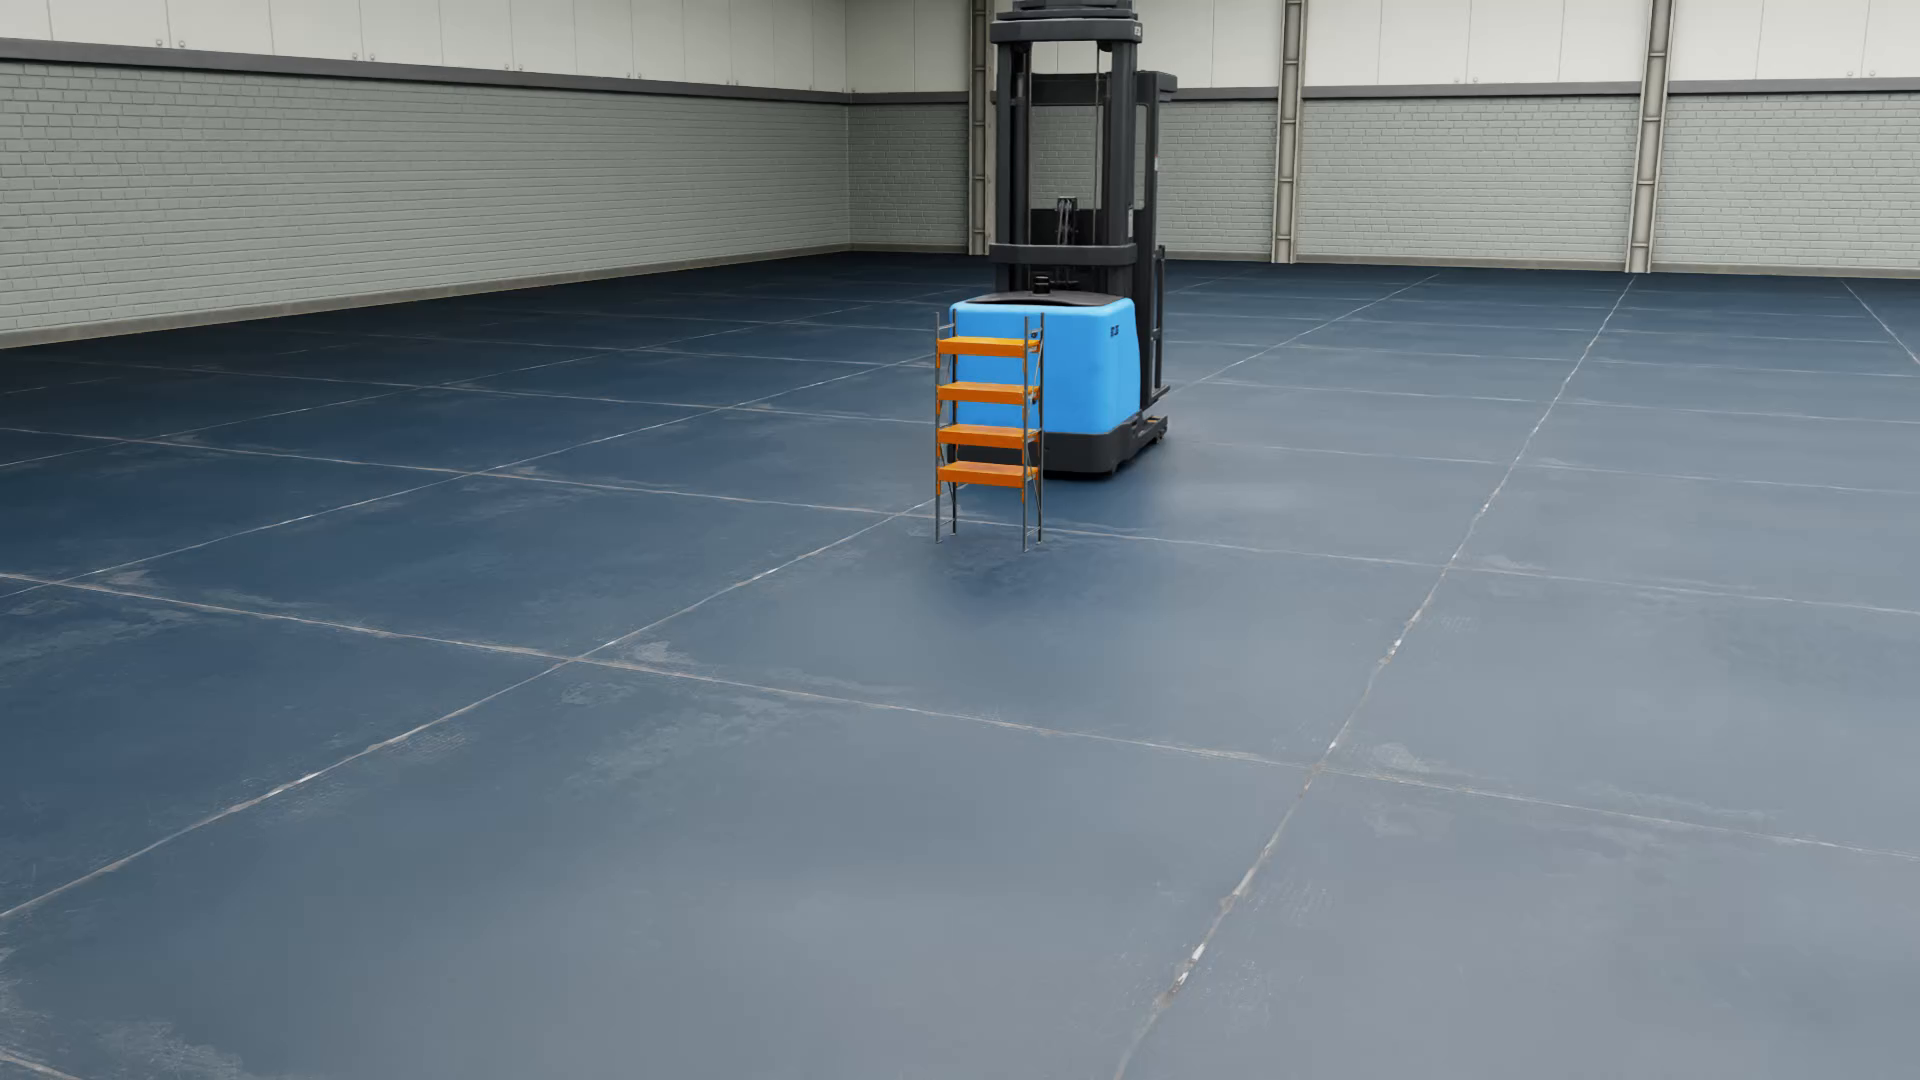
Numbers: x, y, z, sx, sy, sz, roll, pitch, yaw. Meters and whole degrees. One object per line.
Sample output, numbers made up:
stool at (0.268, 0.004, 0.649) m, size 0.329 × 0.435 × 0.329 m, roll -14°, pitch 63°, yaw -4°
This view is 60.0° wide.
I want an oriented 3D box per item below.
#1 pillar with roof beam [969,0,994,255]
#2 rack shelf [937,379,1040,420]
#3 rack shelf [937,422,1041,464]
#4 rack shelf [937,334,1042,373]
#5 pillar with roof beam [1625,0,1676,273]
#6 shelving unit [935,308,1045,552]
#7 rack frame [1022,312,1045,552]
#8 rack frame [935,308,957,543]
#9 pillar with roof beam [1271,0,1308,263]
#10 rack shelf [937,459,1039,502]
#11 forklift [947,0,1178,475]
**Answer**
pillar with roof beam at (-1.330, -9.092, 27.804) m, size 0.400 × 9.000 × 9.100 m, roll 6°, pitch 14°, yaw 23°
rack shelf at (0.151, -0.721, 8.517) m, size 0.480 × 0.148 × 0.258 m, roll 6°, pitch 14°, yaw 23°
rack shelf at (0.151, -0.503, 8.568) m, size 0.480 × 0.148 × 0.258 m, roll 6°, pitch 14°, yaw 23°
rack shelf at (0.151, -0.951, 8.463) m, size 0.480 × 0.148 × 0.258 m, roll 6°, pitch 14°, yaw 23°
pillar with roof beam at (9.642, -7.982, 23.072) m, size 0.400 × 9.000 × 9.100 m, roll 6°, pitch 14°, yaw 23°
shelving unit at (0.151, -0.569, 8.552) m, size 0.503 × 1.200 × 0.258 m, roll 6°, pitch 14°, yaw 23°
rack frame at (0.374, -0.546, 8.456) m, size 0.015 × 1.200 × 0.240 m, roll 6°, pitch 14°, yaw 23°
rack frame at (-0.072, -0.591, 8.649) m, size 0.015 × 1.200 × 0.240 m, roll 6°, pitch 14°, yaw 23°
pillar with roof beam at (4.156, -8.537, 25.438) m, size 0.400 × 9.000 × 9.100 m, roll 6°, pitch 14°, yaw 23°
rack shelf at (0.151, -0.310, 8.613) m, size 0.480 × 0.148 × 0.258 m, roll 6°, pitch 14°, yaw 23°
forklift at (0.848, -2.127, 11.404) m, size 1.130 × 2.935 × 3.031 m, roll 4°, pitch 14°, yaw 17°
